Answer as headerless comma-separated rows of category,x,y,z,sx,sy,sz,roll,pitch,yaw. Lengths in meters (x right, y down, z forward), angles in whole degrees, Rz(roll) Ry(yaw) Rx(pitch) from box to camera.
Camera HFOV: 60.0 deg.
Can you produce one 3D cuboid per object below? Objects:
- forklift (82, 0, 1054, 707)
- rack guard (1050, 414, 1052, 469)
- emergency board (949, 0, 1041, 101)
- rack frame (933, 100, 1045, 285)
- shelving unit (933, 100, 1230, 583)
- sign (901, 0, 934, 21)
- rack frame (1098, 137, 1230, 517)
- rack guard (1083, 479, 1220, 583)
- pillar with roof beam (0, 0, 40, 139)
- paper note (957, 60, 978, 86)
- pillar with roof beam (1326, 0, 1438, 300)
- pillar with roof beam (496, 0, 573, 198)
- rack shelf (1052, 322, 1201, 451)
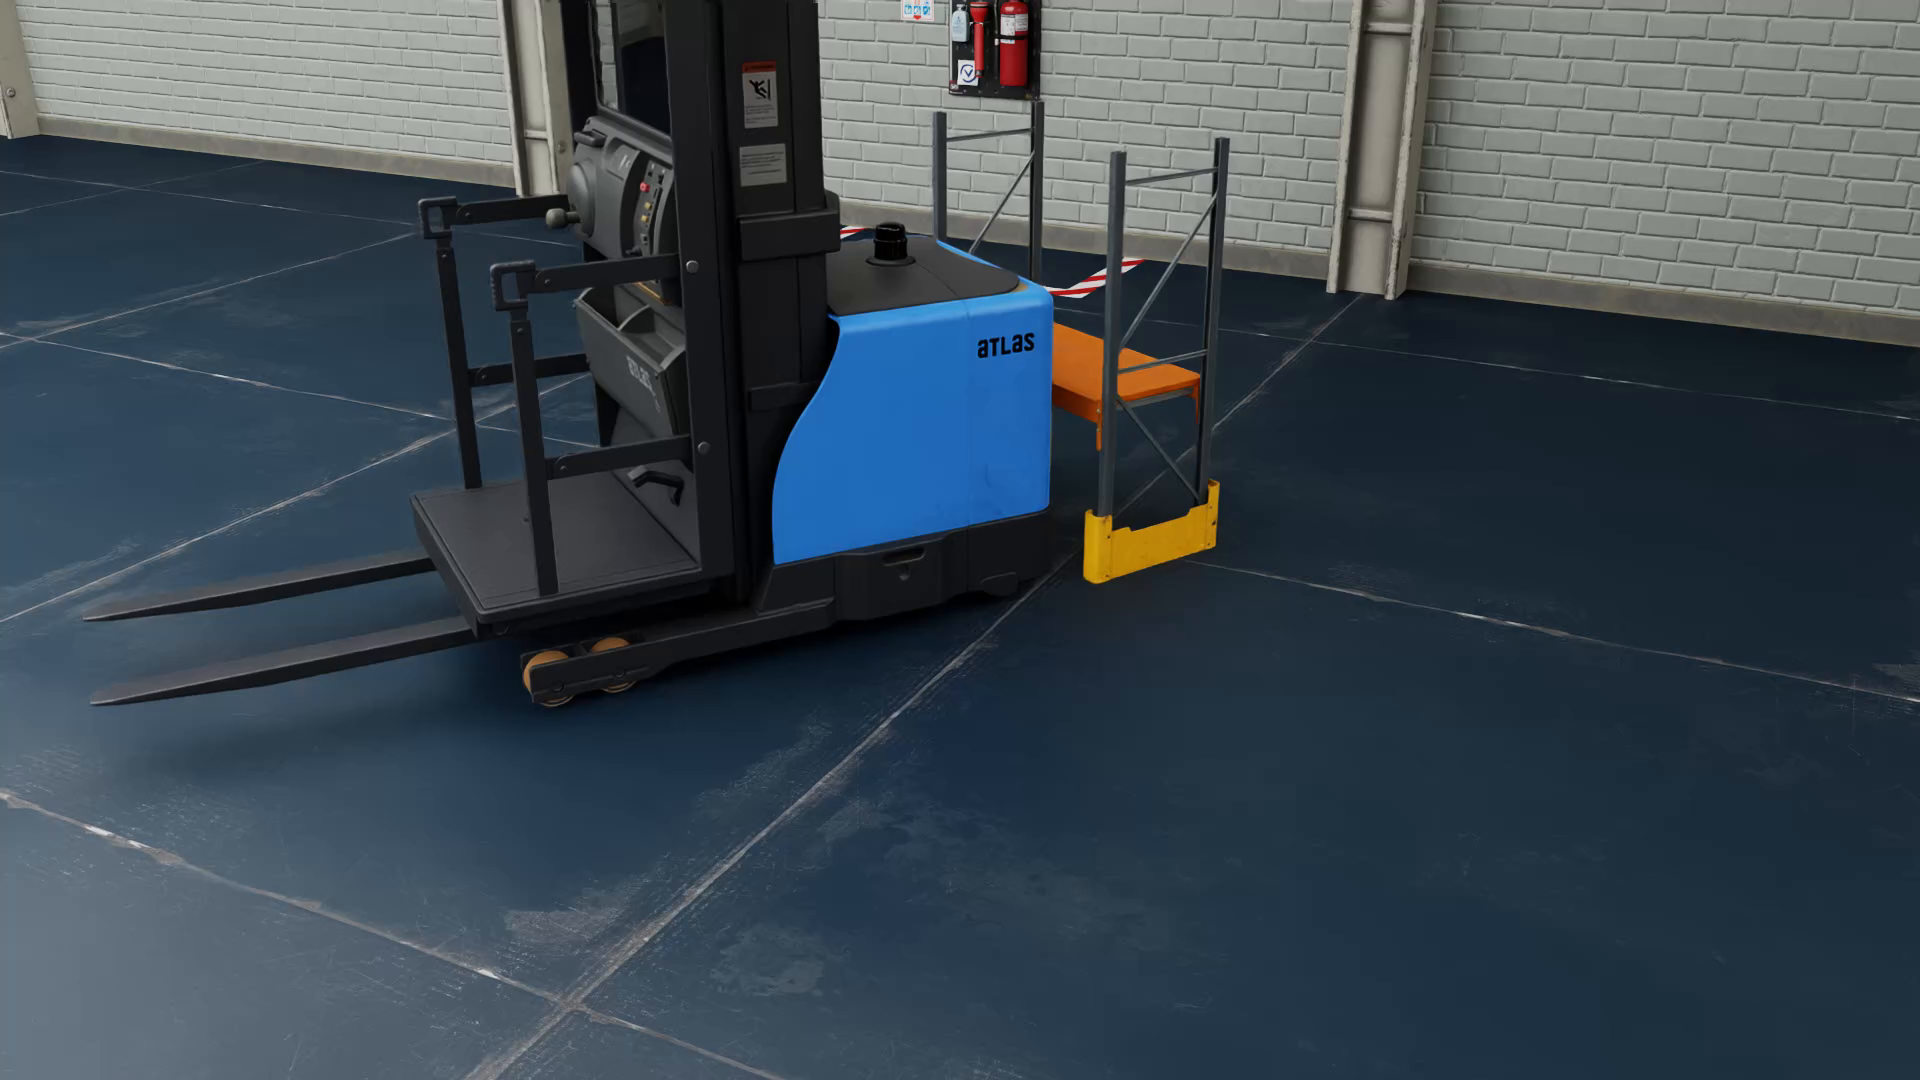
forklift,-1.224,-1.078,5.039,3.031,2.935,1.130,-12,26,-25
rack guard,0.123,-0.357,6.769,0.587,0.250,0.087,-15,27,-32
emergency board,0.177,-3.285,10.142,0.643,1.169,0.194,11,25,25
rack frame,0.111,-0.938,6.539,0.500,1.500,0.032,-15,27,-32
shelving unit,0.410,-0.773,6.150,0.587,1.500,1.083,-15,27,-32
sign,-0.270,-3.435,10.449,0.234,0.329,0.001,11,25,25
rack frame,0.697,-0.613,5.775,0.500,1.500,0.032,-15,27,-32
rack guard,0.697,-0.038,6.020,0.587,0.250,0.087,-15,27,-32
pillar with roof beam,-10.286,-6.211,9.357,0.400,9.000,9.100,11,25,25
paper note,0.050,-2.935,10.444,0.142,0.148,0.016,11,25,25
pillar with roof beam,0.423,-4.092,4.375,0.400,9.000,9.100,11,25,25
pillar with roof beam,-4.932,-5.152,6.866,0.400,9.000,9.100,11,25,25
rack shelf,0.404,-0.610,6.228,0.538,0.185,1.000,-15,27,-32
